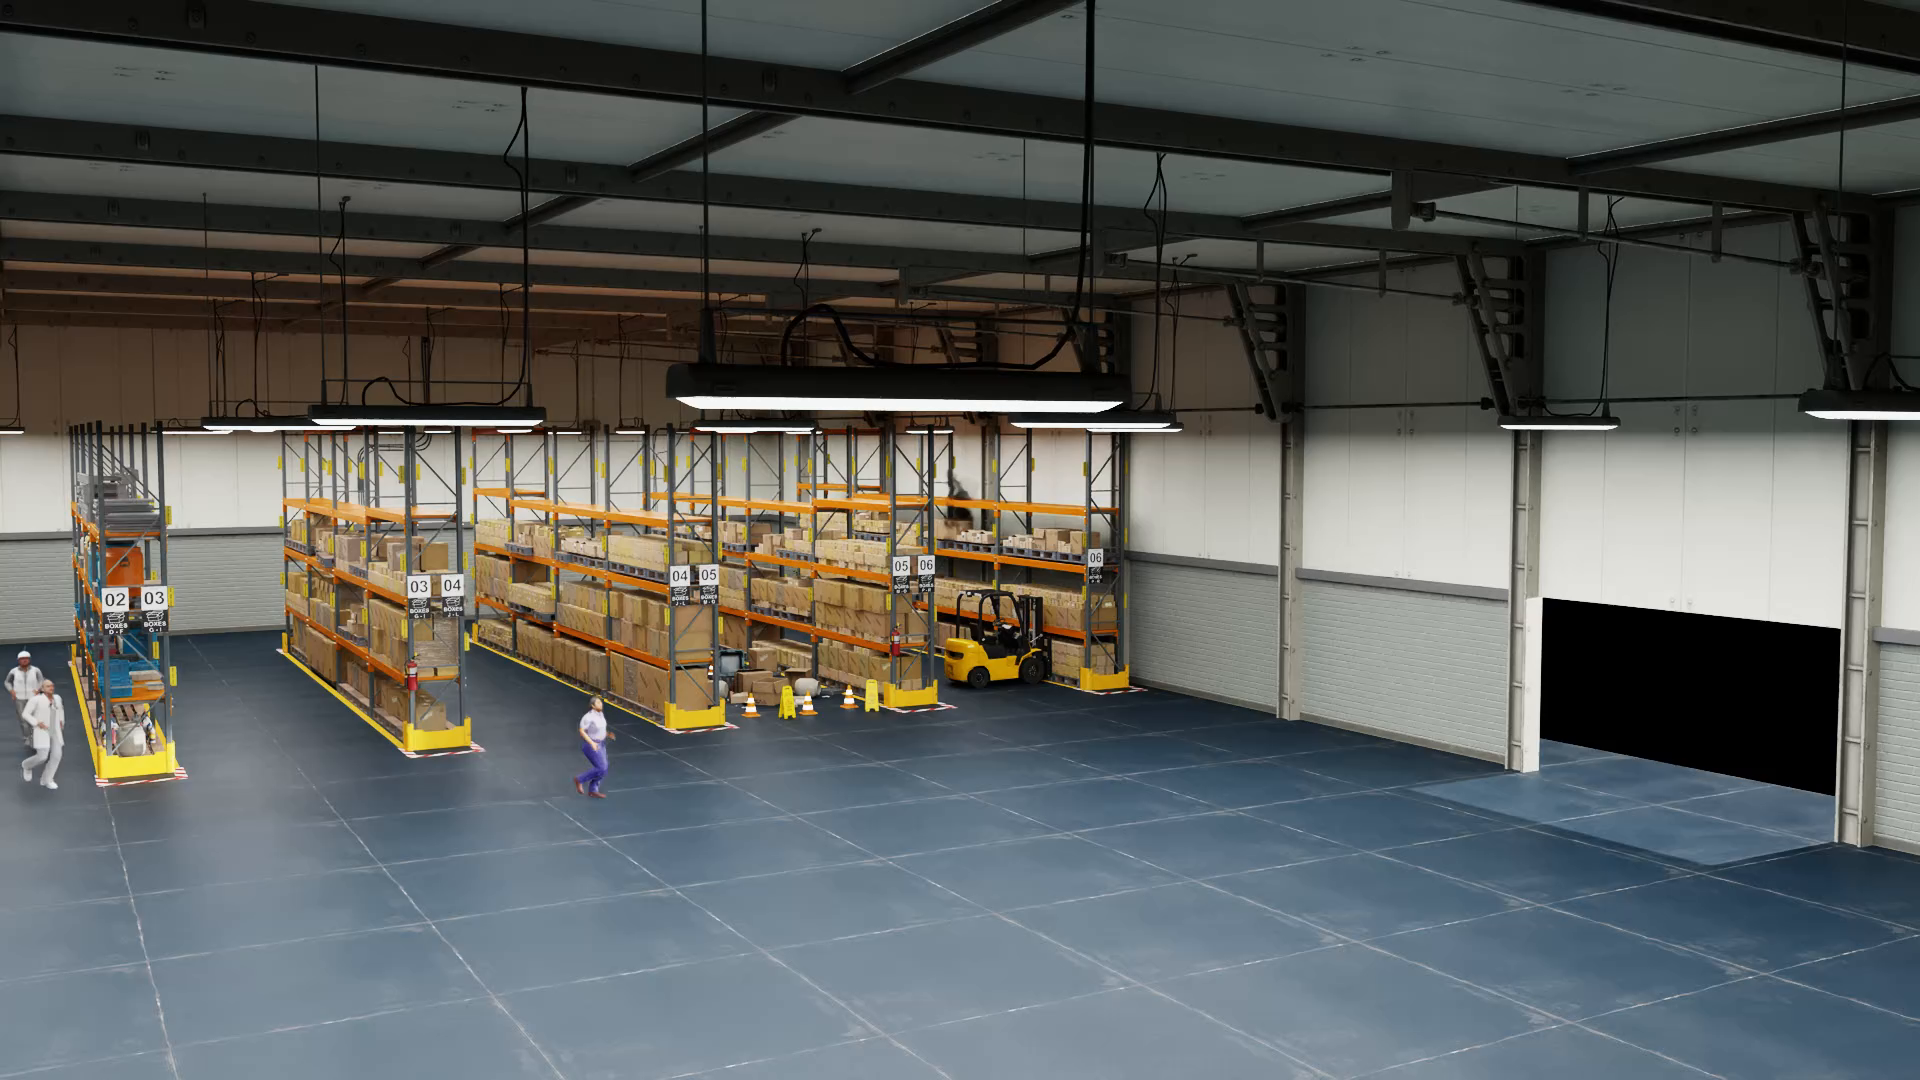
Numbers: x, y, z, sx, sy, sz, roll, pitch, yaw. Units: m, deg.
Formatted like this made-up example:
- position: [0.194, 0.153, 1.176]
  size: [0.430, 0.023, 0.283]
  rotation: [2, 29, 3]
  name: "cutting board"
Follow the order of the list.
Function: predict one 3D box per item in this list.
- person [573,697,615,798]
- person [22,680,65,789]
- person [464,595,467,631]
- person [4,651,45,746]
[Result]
- position: [-5.802, 3.292, 26.458]
  size: [0.575, 1.617, 0.598]
  rotation: [1, 4, 9]
  name: "person"
- position: [-15.042, 3.173, 27.343]
  size: [0.760, 1.754, 0.728]
  rotation: [2, 4, 29]
  name: "person"
- position: [-14.362, 1.999, 47.430]
  size: [0.598, 1.572, 0.761]
  rotation: [3, 5, 45]
  name: "person"
- position: [-17.428, 2.940, 30.998]
  size: [0.670, 1.746, 0.617]
  rotation: [-2, 4, -31]
  name: "person"
